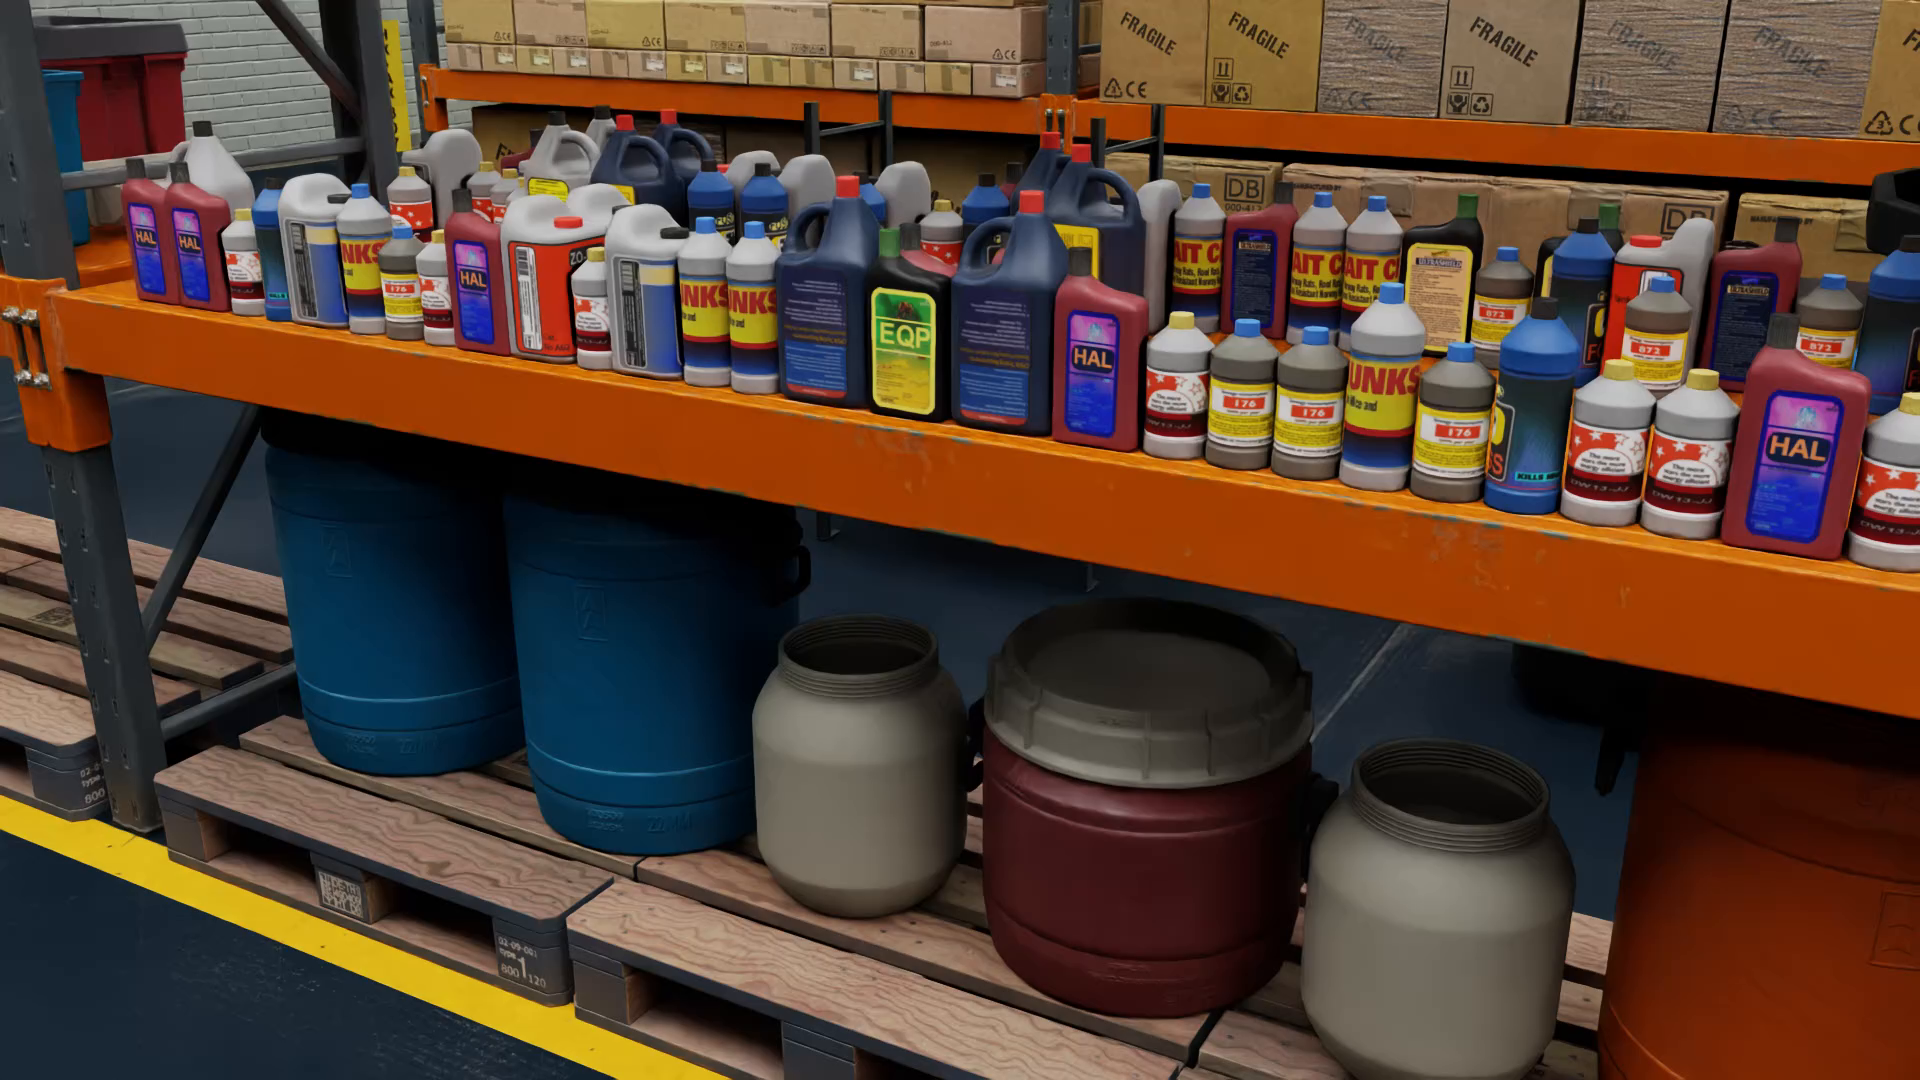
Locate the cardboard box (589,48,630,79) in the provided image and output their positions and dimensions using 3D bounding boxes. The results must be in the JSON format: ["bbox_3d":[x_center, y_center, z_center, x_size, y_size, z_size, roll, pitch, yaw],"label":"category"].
[{"bbox_3d":[-1.760,-2.560,8.891,0.250,0.149,0.380,10,22,26],"label":"cardboard box"}]

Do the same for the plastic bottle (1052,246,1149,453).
[{"bbox_3d":[0.203,-0.276,2.398,0.133,0.283,0.061,11,23,27],"label":"plastic bottle"}]

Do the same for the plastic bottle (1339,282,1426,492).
[{"bbox_3d":[0.567,-0.208,2.228,0.097,0.271,0.097,0,20,0],"label":"plastic bottle"}]

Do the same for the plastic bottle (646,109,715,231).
[{"bbox_3d":[-0.607,-0.756,3.623,0.185,0.351,0.144,11,23,27],"label":"plastic bottle"}]

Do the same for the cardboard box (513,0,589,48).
[{"bbox_3d":[-2.062,-2.830,9.051,0.500,0.250,0.500,10,22,27],"label":"cardboard box"}]

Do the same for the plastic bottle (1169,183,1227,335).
[{"bbox_3d":[0.446,-0.528,3.109,0.097,0.271,0.097,0,20,0],"label":"plastic bottle"}]

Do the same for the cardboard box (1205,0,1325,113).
[{"bbox_3d":[1.404,-2.153,7.254,0.500,0.500,0.500,11,23,27],"label":"cardboard box"}]

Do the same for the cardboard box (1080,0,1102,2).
[{"bbox_3d":[0.392,-2.918,8.194,0.500,0.500,0.500,11,23,27],"label":"cardboard box"}]

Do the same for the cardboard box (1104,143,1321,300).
[{"bbox_3d":[1.254,-1.438,7.931,0.875,0.875,1.225,11,23,27],"label":"cardboard box"}]

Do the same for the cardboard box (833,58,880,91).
[{"bbox_3d":[-0.414,-2.303,8.185,0.250,0.149,0.380,11,23,28],"label":"cardboard box"}]

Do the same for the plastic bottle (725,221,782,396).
[{"bbox_3d":[-0.328,-0.378,2.698,0.097,0.271,0.097,0,20,0],"label":"plastic bottle"}]

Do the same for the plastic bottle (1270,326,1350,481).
[{"bbox_3d":[0.482,-0.191,2.285,0.097,0.201,0.097,0,20,0],"label":"plastic bottle"}]

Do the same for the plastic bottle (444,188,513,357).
[{"bbox_3d":[-0.843,-0.475,2.947,0.133,0.283,0.061,11,23,27],"label":"plastic bottle"}]

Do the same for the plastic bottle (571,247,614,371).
[{"bbox_3d":[-0.616,-0.400,2.861,0.097,0.201,0.097,0,20,0],"label":"plastic bottle"}]

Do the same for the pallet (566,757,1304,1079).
[{"bbox_3d":[-0.008,0.789,3.382,1.213,0.211,1.003,11,23,27],"label":"pallet"}]

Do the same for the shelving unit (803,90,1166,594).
[{"bbox_3d":[0.074,-0.691,5.570,1.048,1.500,0.538,11,23,27],"label":"shelving unit"}]

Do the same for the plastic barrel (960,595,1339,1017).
[{"bbox_3d":[0.340,0.472,3.086,0.708,0.588,0.600,11,23,27],"label":"plastic barrel"}]

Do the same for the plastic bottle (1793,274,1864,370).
[{"bbox_3d":[1.369,-0.319,2.636,0.097,0.201,0.097,0,20,0],"label":"plastic bottle"}]

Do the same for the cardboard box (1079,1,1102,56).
[{"bbox_3d":[0.403,-2.565,8.322,0.500,0.250,0.500,10,22,26],"label":"cardboard box"}]

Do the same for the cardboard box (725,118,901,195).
[{"bbox_3d":[-0.638,-1.822,8.989,0.875,0.875,0.875,11,23,27],"label":"cardboard box"}]

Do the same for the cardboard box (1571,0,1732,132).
[{"bbox_3d":[2.738,-1.900,6.558,0.500,0.500,0.500,10,22,26],"label":"cardboard box"}]

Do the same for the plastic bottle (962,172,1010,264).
[{"bbox_3d":[0.052,-0.579,3.250,0.097,0.271,0.097,0,20,0],"label":"plastic bottle"}]

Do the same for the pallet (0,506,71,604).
[{"bbox_3d":[-3.460,0.132,5.192,1.213,0.211,1.003,11,23,27],"label":"pallet"}]

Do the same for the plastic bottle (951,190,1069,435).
[{"bbox_3d":[0.084,-0.346,2.493,0.185,0.351,0.144,11,23,27],"label":"plastic bottle"}]

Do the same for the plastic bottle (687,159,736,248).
[{"bbox_3d":[-0.514,-0.651,3.449,0.097,0.271,0.097,0,20,0],"label":"plastic bottle"}]

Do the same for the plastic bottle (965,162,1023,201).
[{"bbox_3d":[0.075,-0.611,3.322,0.133,0.283,0.061,11,23,27],"label":"plastic bottle"}]

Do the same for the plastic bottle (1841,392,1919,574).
[{"bbox_3d":[1.109,-0.072,1.956,0.097,0.201,0.097,0,20,0],"label":"plastic bottle"}]

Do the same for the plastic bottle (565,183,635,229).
[{"bbox_3d":[-0.629,-0.508,3.049,0.135,0.276,0.152,11,23,27],"label":"plastic bottle"}]

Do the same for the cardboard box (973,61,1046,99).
[{"bbox_3d":[0.259,-2.175,7.831,0.250,0.149,0.380,11,23,28],"label":"cardboard box"}]

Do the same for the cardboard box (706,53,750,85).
[{"bbox_3d":[-1.085,-2.431,8.537,0.250,0.149,0.380,11,23,28],"label":"cardboard box"}]

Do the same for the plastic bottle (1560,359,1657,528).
[{"bbox_3d":[0.822,-0.126,2.106,0.097,0.201,0.097,0,20,0],"label":"plastic bottle"}]

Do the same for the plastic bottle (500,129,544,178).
[{"bbox_3d":[-1.004,-0.817,3.888,0.133,0.283,0.061,11,23,27],"label":"plastic bottle"}]

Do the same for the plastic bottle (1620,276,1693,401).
[{"bbox_3d":[1.093,-0.312,2.617,0.097,0.201,0.097,0,20,0],"label":"plastic bottle"}]

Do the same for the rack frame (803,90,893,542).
[{"bbox_3d":[-0.369,-0.775,5.803,0.032,1.500,0.500,11,23,27],"label":"rack frame"}]

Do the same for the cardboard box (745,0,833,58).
[{"bbox_3d":[-0.727,-2.575,8.348,0.500,0.250,0.500,11,23,28],"label":"cardboard box"}]

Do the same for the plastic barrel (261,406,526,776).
[{"bbox_3d":[-1.264,0.019,3.875,0.708,0.901,0.600,11,23,27],"label":"plastic barrel"}]

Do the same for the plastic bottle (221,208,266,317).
[{"bbox_3d":[-1.392,-0.548,3.269,0.097,0.201,0.097,0,20,0],"label":"plastic bottle"}]

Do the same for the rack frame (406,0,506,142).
[{"bbox_3d":[-2.807,-3.005,9.751,0.127,3.000,1.000,11,23,27],"label":"rack frame"}]

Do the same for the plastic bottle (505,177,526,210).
[{"bbox_3d":[-0.954,-0.702,3.692,0.097,0.201,0.097,0,20,0],"label":"plastic bottle"}]

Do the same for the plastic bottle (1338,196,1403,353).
[{"bbox_3d":[0.732,-0.473,2.959,0.097,0.271,0.097,0,20,0],"label":"plastic bottle"}]

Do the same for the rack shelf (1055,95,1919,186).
[{"bbox_3d":[2.431,-1.669,7.123,4.000,0.370,1.077,11,23,27],"label":"rack shelf"}]

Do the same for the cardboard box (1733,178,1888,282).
[{"bbox_3d":[3.585,-0.994,6.708,0.875,0.875,1.225,10,22,25],"label":"cardboard box"}]

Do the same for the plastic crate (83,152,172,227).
[{"bbox_3d":[-2.067,-0.890,4.218,0.243,0.136,0.396,11,23,27],"label":"plastic crate"}]

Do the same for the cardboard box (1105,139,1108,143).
[{"bbox_3d":[1.151,-3.201,12.982,0.250,0.149,0.380,11,23,28],"label":"cardboard box"}]

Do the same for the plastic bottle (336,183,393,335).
[{"bbox_3d":[-1.105,-0.526,3.106,0.097,0.271,0.097,0,20,0],"label":"plastic bottle"}]

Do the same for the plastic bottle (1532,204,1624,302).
[{"bbox_3d":[1.043,-0.426,2.813,0.133,0.283,0.061,11,23,27],"label":"plastic bottle"}]

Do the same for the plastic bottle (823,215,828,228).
[{"bbox_3d":[-0.237,-0.625,3.480,0.097,0.201,0.097,0,20,0],"label":"plastic bottle"}]

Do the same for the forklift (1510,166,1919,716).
[{"bbox_3d":[3.082,-0.840,3.884,3.031,2.935,1.130,10,22,25],"label":"forklift"}]

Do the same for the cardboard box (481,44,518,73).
[{"bbox_3d":[-2.433,-2.688,9.244,0.250,0.149,0.380,10,22,27],"label":"cardboard box"}]
